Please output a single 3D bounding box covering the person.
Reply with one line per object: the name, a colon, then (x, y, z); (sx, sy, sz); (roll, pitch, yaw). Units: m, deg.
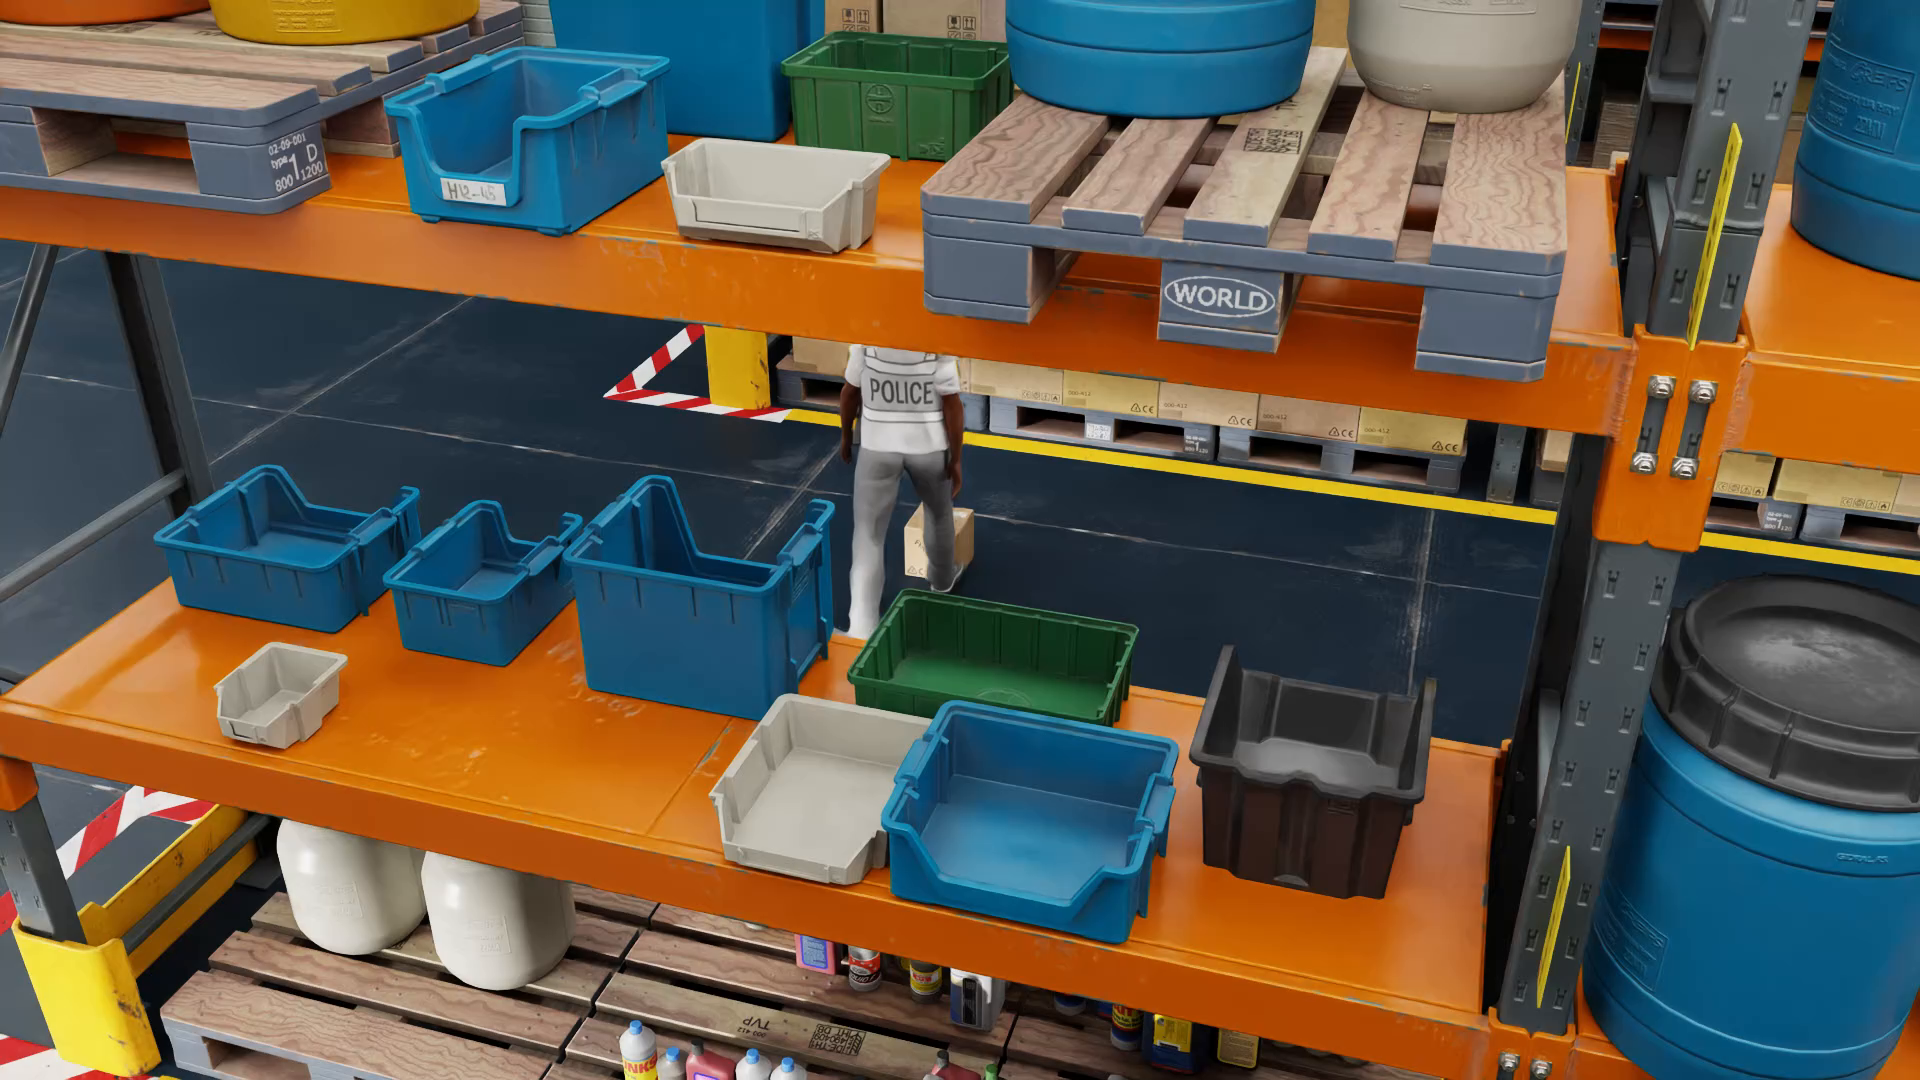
person: (-0.273, -0.372, 6.798); (0.606, 1.619, 0.912); (-1, 29, -1)
